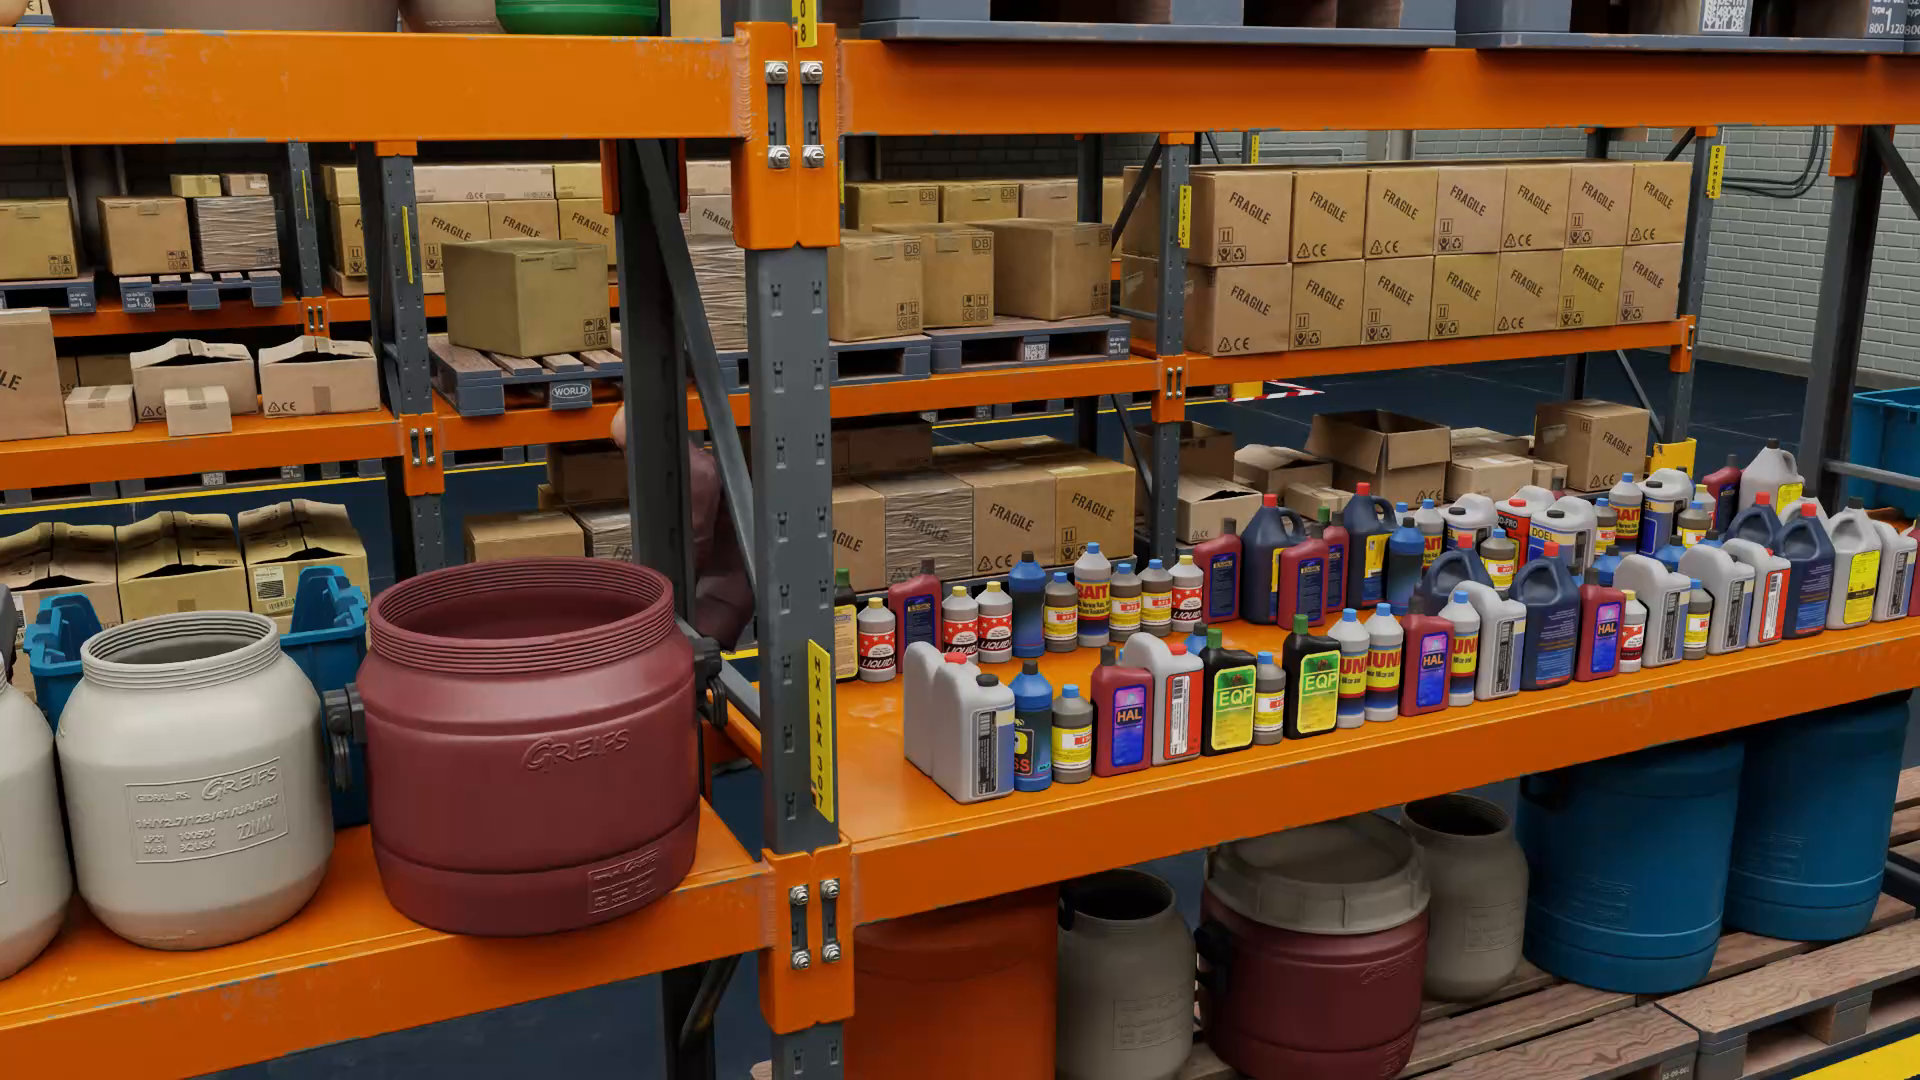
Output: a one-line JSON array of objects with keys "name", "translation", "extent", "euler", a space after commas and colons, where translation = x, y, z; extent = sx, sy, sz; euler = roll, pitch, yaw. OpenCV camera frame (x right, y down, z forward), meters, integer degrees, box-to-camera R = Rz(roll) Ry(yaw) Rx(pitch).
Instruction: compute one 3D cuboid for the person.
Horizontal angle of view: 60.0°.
[{"name": "person", "translation": [-1.081, 0.196, 6.765], "extent": [0.612, 1.552, 0.626], "euler": [-7, 17, -24]}]
